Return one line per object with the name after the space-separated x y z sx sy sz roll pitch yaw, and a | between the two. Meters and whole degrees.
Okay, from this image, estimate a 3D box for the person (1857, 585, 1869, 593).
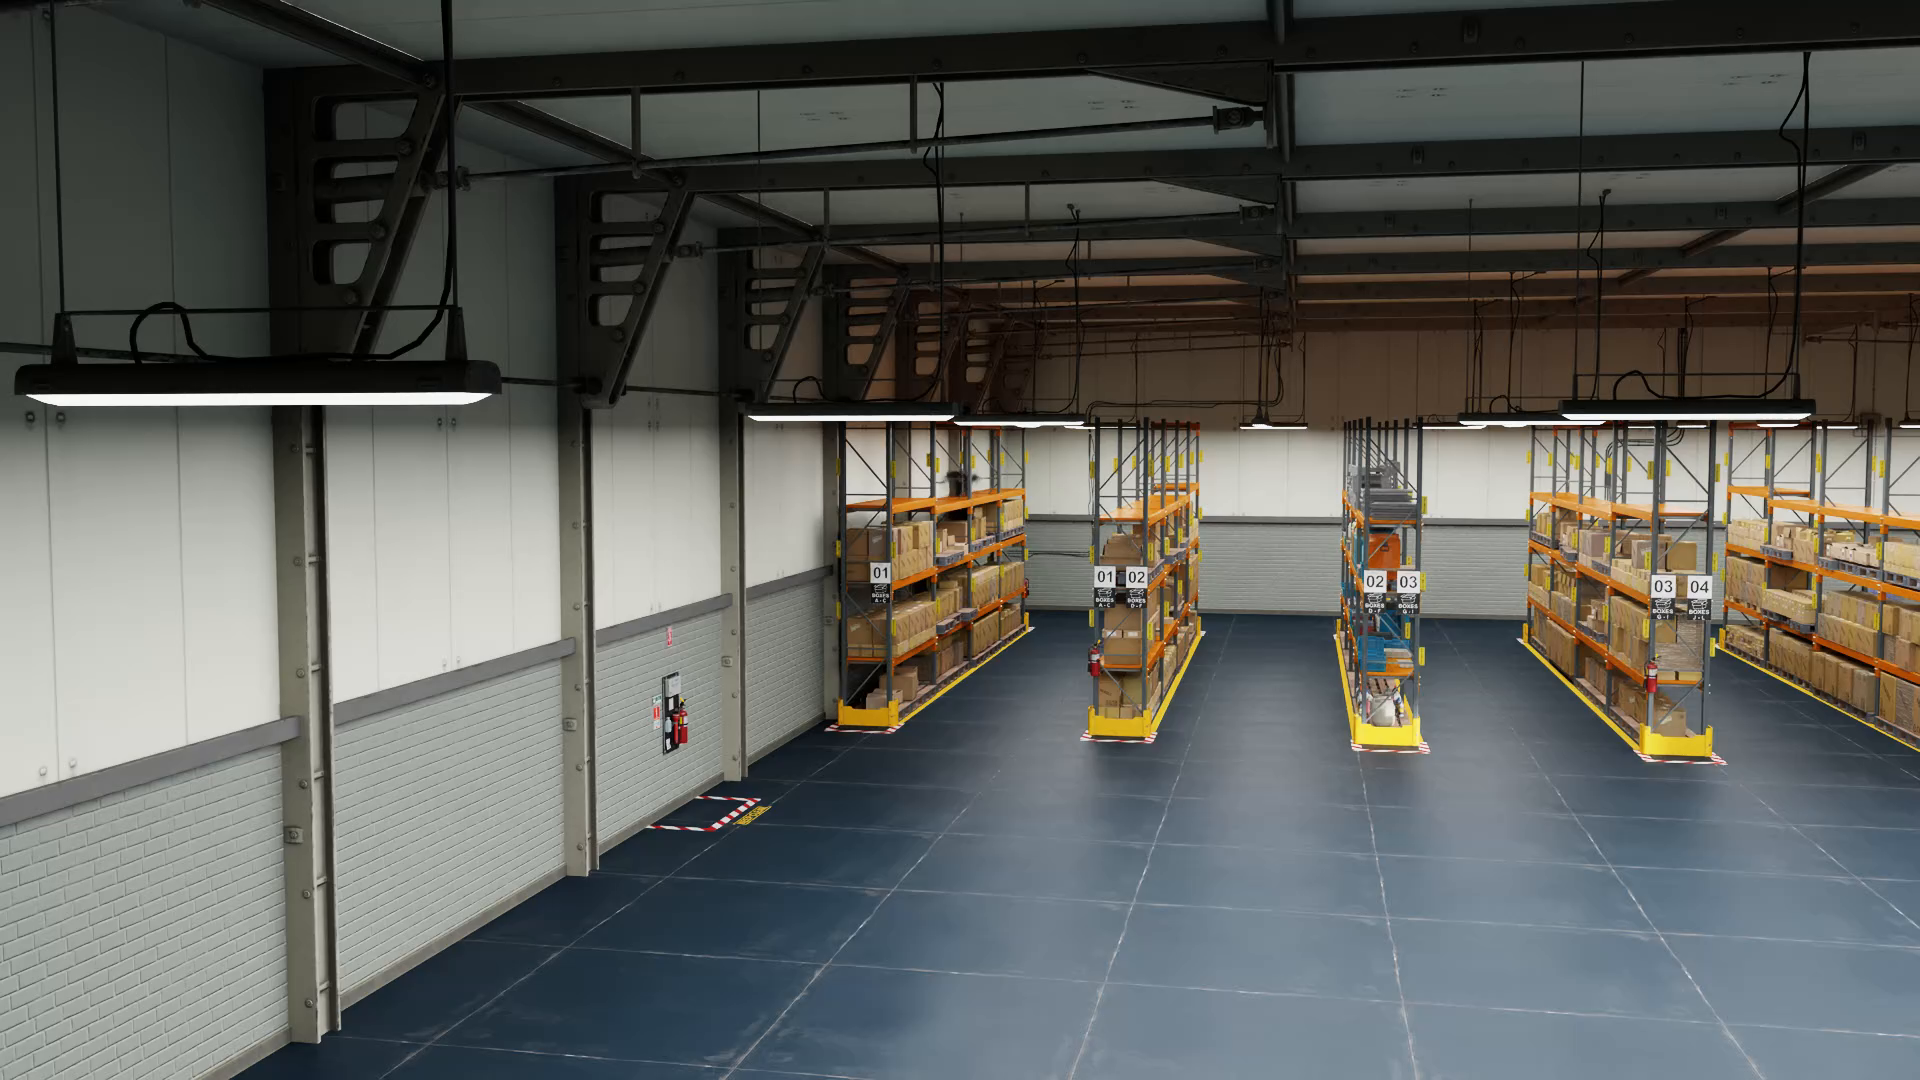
24.857 1.919 45.818 0.803 1.634 0.578 0 4 -4 | person
